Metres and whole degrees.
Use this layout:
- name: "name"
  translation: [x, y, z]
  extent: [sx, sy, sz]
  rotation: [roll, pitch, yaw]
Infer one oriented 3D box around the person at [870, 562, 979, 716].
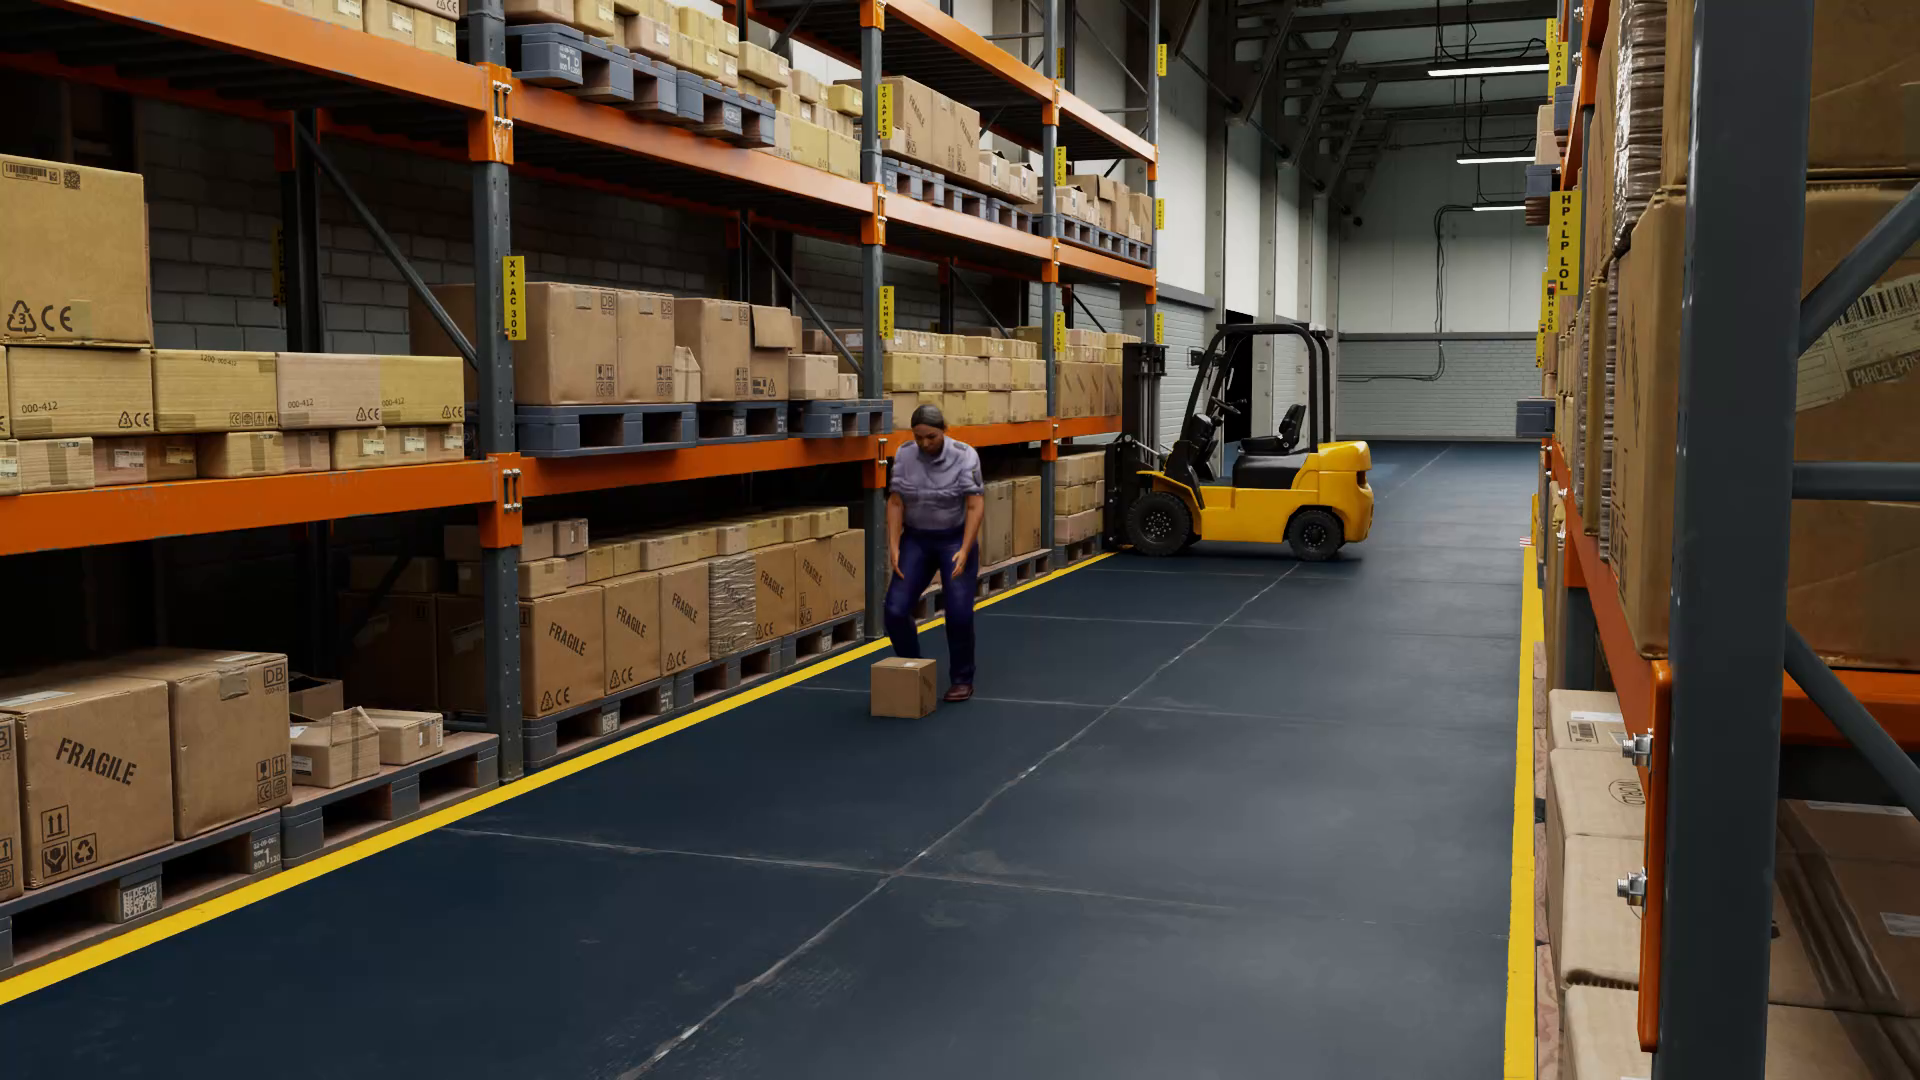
- name: "person"
  translation: [-0.179, 0.489, 8.386]
  extent: [0.517, 0.763, 0.864]
  rotation: [2, 6, 17]
